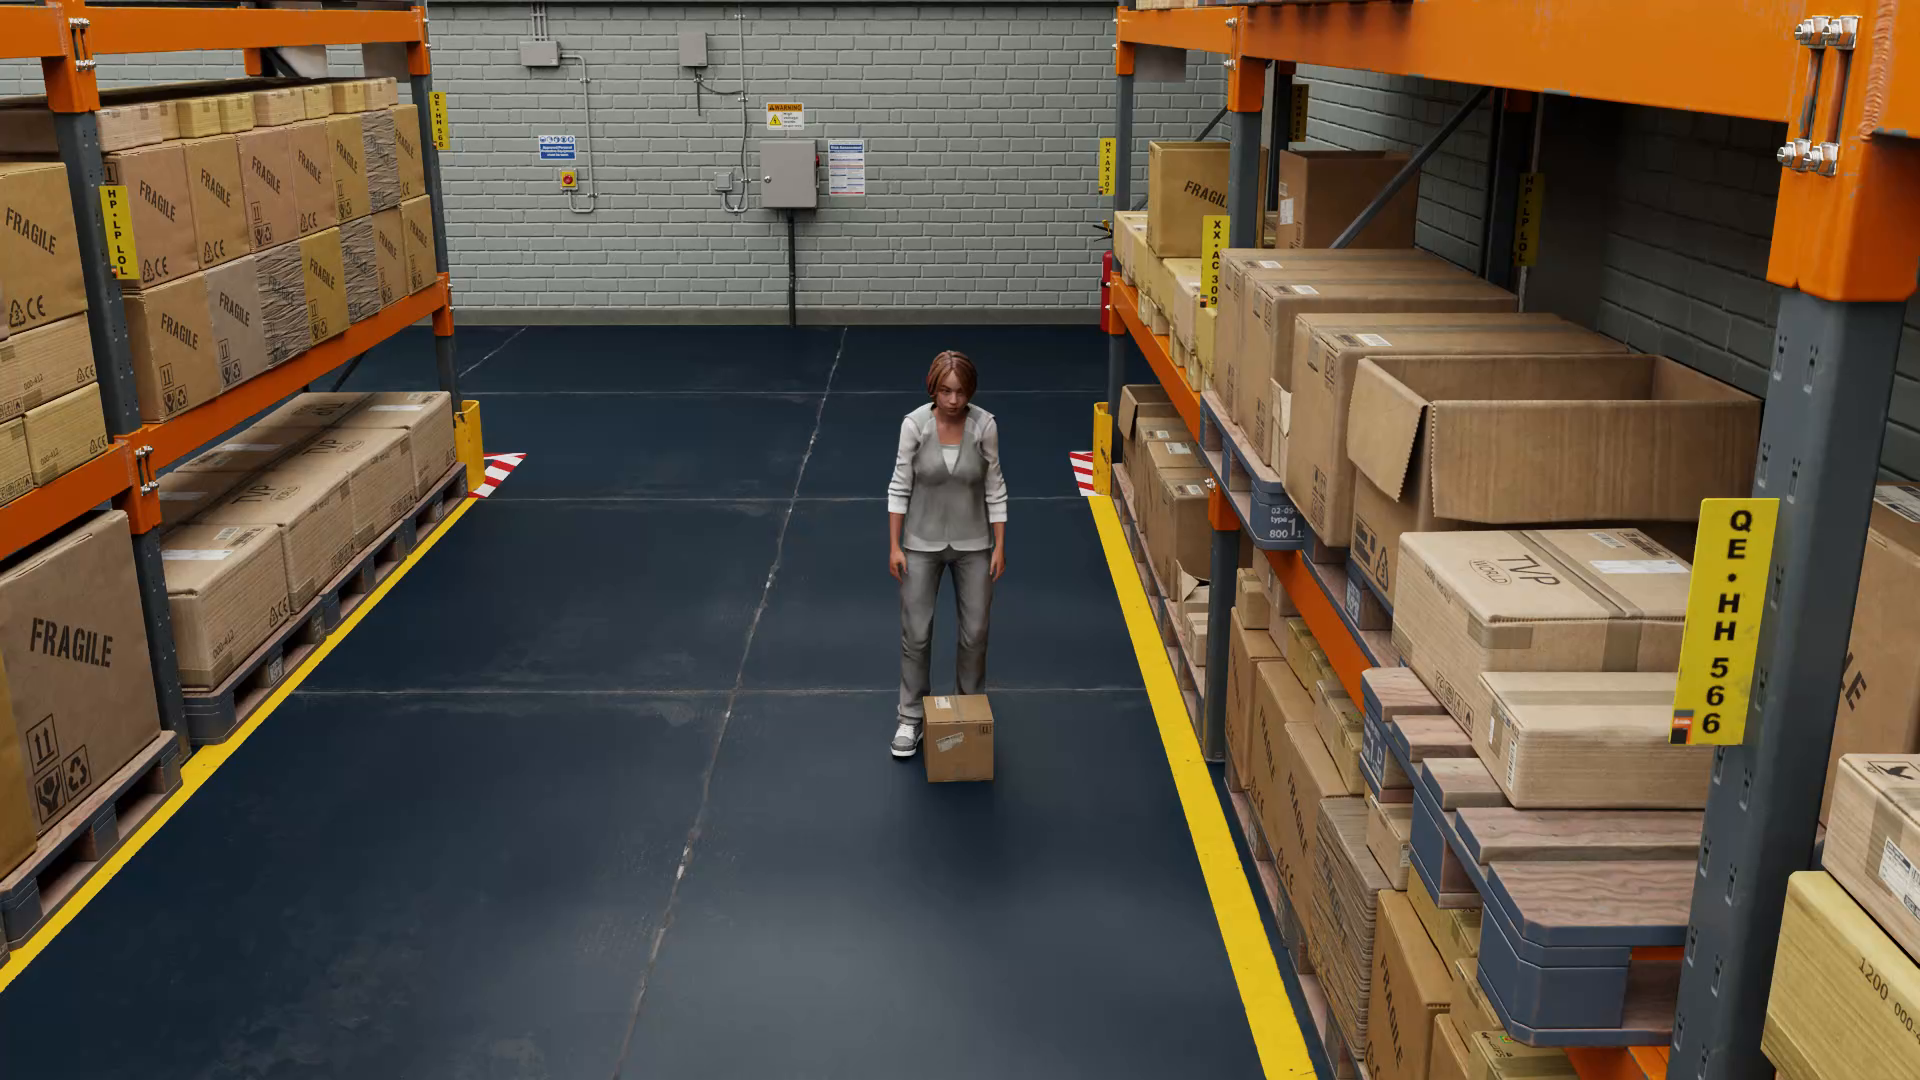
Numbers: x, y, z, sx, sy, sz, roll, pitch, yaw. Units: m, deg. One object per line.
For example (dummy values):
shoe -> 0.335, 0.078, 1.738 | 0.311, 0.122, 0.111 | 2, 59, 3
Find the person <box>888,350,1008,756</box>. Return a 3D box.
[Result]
person -> -0.047, 0.049, 6.410 | 0.462, 1.592, 0.344 | -1, 17, -3
